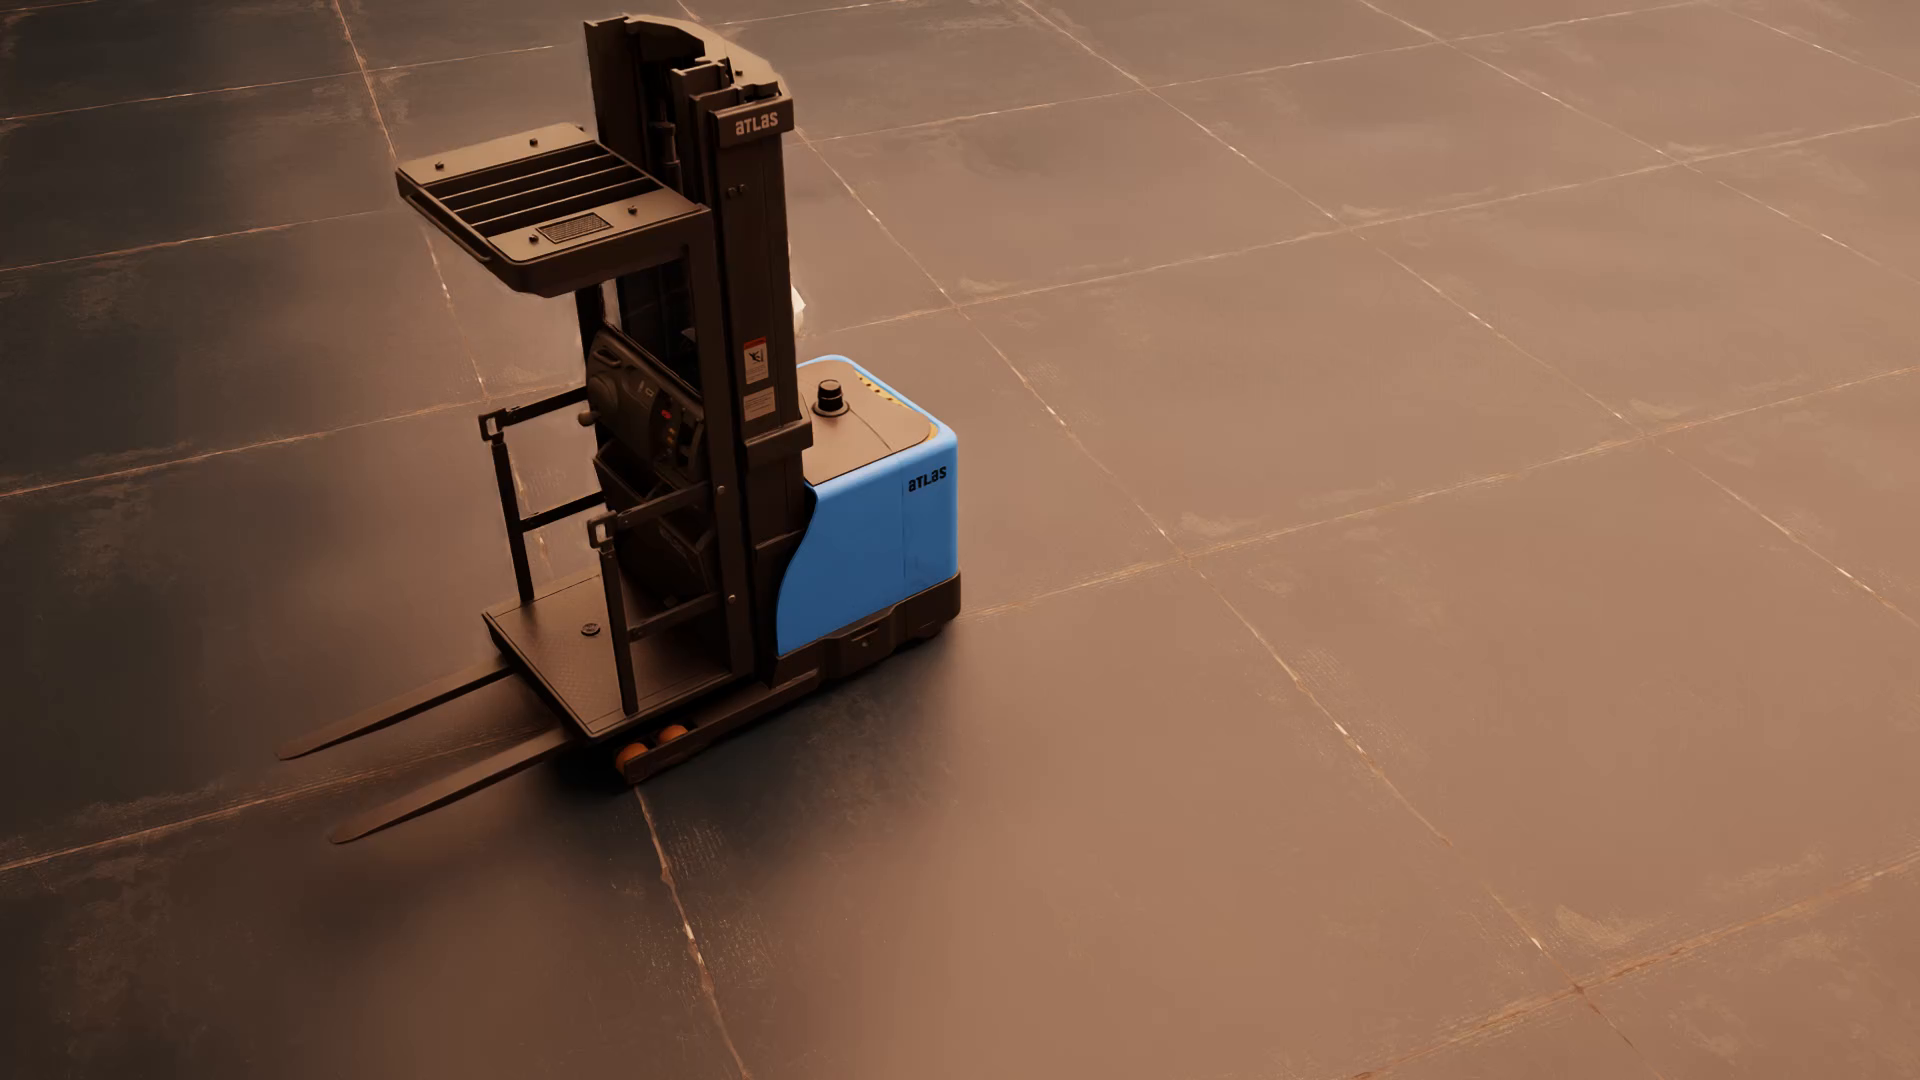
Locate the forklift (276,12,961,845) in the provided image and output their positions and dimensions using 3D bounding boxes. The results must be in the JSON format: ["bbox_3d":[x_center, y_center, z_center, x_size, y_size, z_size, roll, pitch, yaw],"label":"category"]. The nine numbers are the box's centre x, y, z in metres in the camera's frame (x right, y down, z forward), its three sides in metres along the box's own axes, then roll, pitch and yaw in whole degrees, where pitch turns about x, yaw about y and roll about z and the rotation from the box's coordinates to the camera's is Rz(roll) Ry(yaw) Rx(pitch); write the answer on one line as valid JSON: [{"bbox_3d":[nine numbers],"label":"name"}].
[{"bbox_3d":[-1.473,-0.500,6.801,3.031,2.935,1.130,-24,42,-30],"label":"forklift"}]

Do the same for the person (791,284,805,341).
[{"bbox_3d":[-1.115,-1.221,9.136,0.534,1.606,0.973,-12,37,-17],"label":"person"}]
